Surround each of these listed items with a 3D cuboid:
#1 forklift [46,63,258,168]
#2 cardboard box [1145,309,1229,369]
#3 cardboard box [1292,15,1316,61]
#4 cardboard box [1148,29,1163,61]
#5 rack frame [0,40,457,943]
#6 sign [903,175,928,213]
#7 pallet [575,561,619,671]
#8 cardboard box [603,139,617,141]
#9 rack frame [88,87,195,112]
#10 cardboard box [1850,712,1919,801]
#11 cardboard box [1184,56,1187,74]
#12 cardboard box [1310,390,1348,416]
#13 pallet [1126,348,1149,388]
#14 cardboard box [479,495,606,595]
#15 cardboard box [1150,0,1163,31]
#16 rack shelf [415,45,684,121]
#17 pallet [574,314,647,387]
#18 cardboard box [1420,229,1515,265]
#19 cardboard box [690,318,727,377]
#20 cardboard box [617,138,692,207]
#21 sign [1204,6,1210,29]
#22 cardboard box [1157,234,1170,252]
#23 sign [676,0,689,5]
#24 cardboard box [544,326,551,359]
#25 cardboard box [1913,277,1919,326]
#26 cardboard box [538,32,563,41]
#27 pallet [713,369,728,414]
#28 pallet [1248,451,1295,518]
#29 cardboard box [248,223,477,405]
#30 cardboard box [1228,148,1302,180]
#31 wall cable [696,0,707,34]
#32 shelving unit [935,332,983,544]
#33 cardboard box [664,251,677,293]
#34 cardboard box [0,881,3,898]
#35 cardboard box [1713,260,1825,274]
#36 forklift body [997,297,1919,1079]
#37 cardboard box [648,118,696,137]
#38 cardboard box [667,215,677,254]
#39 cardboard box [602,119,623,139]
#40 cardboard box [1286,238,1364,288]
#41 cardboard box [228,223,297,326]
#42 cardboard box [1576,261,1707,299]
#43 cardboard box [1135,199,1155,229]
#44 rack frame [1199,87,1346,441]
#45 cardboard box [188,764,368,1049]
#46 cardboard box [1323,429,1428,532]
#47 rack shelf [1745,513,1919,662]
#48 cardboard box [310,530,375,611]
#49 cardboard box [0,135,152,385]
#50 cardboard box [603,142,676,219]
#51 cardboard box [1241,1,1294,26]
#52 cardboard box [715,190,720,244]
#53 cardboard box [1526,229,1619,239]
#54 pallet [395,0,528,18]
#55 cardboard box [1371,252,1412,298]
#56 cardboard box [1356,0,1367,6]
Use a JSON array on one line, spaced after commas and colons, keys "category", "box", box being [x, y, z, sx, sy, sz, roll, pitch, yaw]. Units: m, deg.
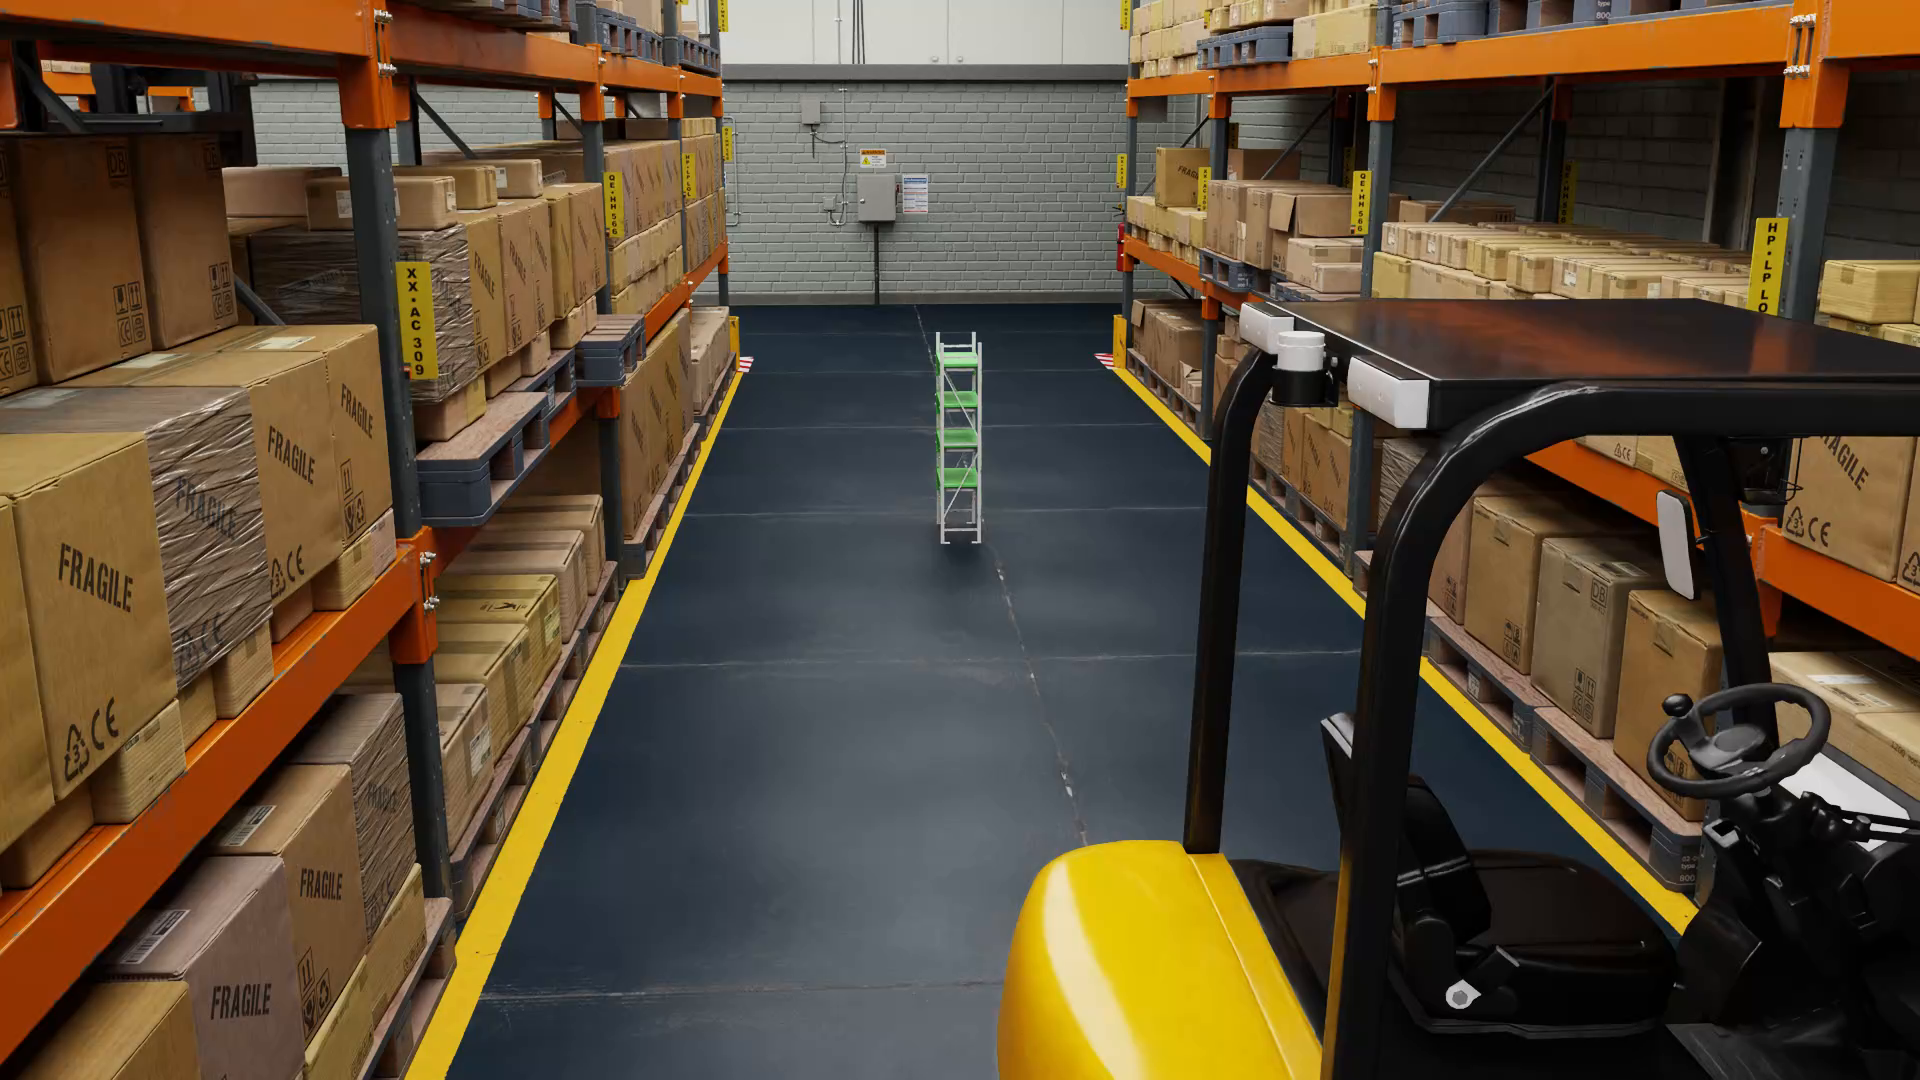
[{"category": "forklift", "box": [-5.034, -1.622, 10.446, 1.130, 2.935, 3.031, 0, 14, -1]}, {"category": "cardboard box", "box": [2.105, -1.871, 15.451, 0.700, 0.500, 0.500, 0, 14, -1]}, {"category": "cardboard box", "box": [2.307, -3.009, 9.981, 0.500, 0.250, 0.500, -1, 14, -3]}, {"category": "cardboard box", "box": [1.974, -4.401, 14.795, 0.500, 0.250, 0.500, -1, 14, -5]}, {"category": "rack frame", "box": [-2.062, -0.183, 4.717, 1.000, 3.000, 0.127, -1, 14, -3]}, {"category": "sign", "box": [-0.593, -4.578, 21.992, 0.329, 0.494, 0.001, -1, 14, -3]}, {"category": "pallet", "box": [-2.263, 0.367, 8.175, 1.003, 0.211, 1.213, -1, 14, -3]}, {"category": "cardboard box", "box": [-2.863, -2.818, 12.752, 0.500, 0.500, 0.500, -1, 14, -4]}, {"category": "rack frame", "box": [-7.740, -3.066, 15.921, 1.000, 3.000, 0.127, -1, 14, -3]}, {"category": "cardboard box", "box": [2.630, 0.636, 4.203, 0.500, 0.250, 0.500, -1, 14, -3]}, {"category": "cardboard box", "box": [2.061, -3.922, 13.733, 0.380, 0.149, 0.250, 0, 14, -2]}, {"category": "cardboard box", "box": [2.340, -0.815, 10.044, 0.380, 0.149, 0.250, -1, 14, -5]}, {"category": "pallet", "box": [2.203, -1.677, 16.121, 1.003, 0.211, 1.213, -1, 14, -3]}, {"category": "cardboard box", "box": [-2.285, 0.032, 8.312, 0.950, 0.372, 0.625, -2, 15, -7]}, {"category": "cardboard box", "box": [1.982, -4.645, 14.742, 0.500, 0.250, 0.500, -1, 14, -4]}, {"category": "rack shelf", "box": [-2.434, -2.779, 10.232, 1.077, 0.370, 4.000, -1, 14, -3]}, {"category": "pallet", "box": [-2.160, -0.909, 7.925, 1.213, 0.211, 1.003, -1, 14, -3]}, {"category": "cardboard box", "box": [2.429, -1.404, 7.961, 0.380, 0.149, 0.250, 0, 14, -2]}, {"category": "cardboard box", "box": [-2.600, -1.740, 15.067, 0.875, 0.438, 0.875, 0, 14, -2]}, {"category": "cardboard box", "box": [-2.346, -2.827, 12.788, 0.500, 0.500, 0.500, -1, 14, -3]}, {"category": "sign", "box": [1.855, -3.943, 12.273, 0.100, 0.325, 0.005, -1, 14, -3]}, {"category": "cardboard box", "box": [1.961, -2.651, 14.813, 0.380, 0.149, 0.250, -1, 14, -2]}, {"category": "sign", "box": [-2.017, -4.039, 12.014, 0.100, 0.325, 0.005, -1, 14, -3]}, {"category": "cardboard box", "box": [-1.880, -0.797, 6.767, 0.380, 0.149, 0.250, -1, 14, -5]}, {"category": "cardboard box", "box": [2.739, -0.620, 4.316, 0.380, 0.149, 0.250, -1, 14, -3]}, {"category": "cardboard box", "box": [-2.058, -2.372, 7.709, 0.380, 0.149, 0.250, -1, 14, -3]}, {"category": "pallet", "box": [-2.606, -1.316, 14.719, 1.003, 0.211, 1.213, -1, 14, -3]}, {"category": "pallet", "box": [2.563, -0.394, 11.133, 1.003, 0.211, 1.213, -1, 14, -3]}, {"category": "cardboard box", "box": [-1.805, -0.700, 5.086, 0.500, 0.500, 0.500, -1, 14, -2]}, {"category": "cardboard box", "box": [2.569, -3.059, 14.095, 0.500, 0.500, 0.500, -1, 14, -5]}, {"category": "wall cable", "box": [-3.440, -7.483, 21.050, 0.463, 3.000, 0.029, -1, 14, -3]}, {"category": "shelving unit", "box": [-0.010, -0.622, 10.037, 0.258, 1.200, 0.503, -1, 14, -3]}, {"category": "cardboard box", "box": [-2.248, -1.865, 11.558, 0.500, 0.250, 0.500, -1, 14, -4]}, {"category": "cardboard box", "box": [-1.690, 0.524, 2.475, 0.380, 0.149, 0.250, 0, 14, -2]}, {"category": "cardboard box", "box": [3.078, -0.969, 6.269, 0.380, 0.149, 0.250, -1, 14, -3]}, {"category": "forklift body", "box": [1.201, 0.702, 2.981, 2.313, 2.155, 1.214, -1, 14, -3]}, {"category": "cardboard box", "box": [-2.350, -3.357, 13.546, 0.380, 0.149, 0.250, -1, 14, -5]}, {"category": "cardboard box", "box": [-2.250, -2.112, 11.512, 0.500, 0.250, 0.500, -1, 14, -2]}, {"category": "cardboard box", "box": [-2.803, -3.158, 12.772, 0.380, 0.149, 0.250, -1, 14, -2]}, {"category": "cardboard box", "box": [2.255, -1.643, 9.852, 0.500, 0.250, 0.500, -2, 15, -6]}, {"category": "cardboard box", "box": [-2.320, -0.690, 5.048, 0.500, 0.500, 0.500, -1, 14, -4]}, {"category": "cardboard box", "box": [2.550, -0.959, 6.233, 0.380, 0.149, 0.250, -1, 14, -5]}, {"category": "cardboard box", "box": [1.939, -3.074, 15.657, 0.500, 0.250, 0.500, -1, 14, -3]}, {"category": "rack frame", "box": [2.396, -2.250, 12.751, 1.000, 3.000, 0.127, -1, 14, -3]}, {"category": "cardboard box", "box": [-1.725, 0.852, 3.867, 0.500, 0.500, 0.500, -1, 14, -2]}, {"category": "cardboard box", "box": [2.403, -0.350, 9.540, 0.500, 0.500, 0.500, 0, 14, -2]}, {"category": "rack shelf", "box": [3.015, 0.585, 3.175, 1.077, 0.370, 4.000, -1, 14, -3]}, {"category": "cardboard box", "box": [-1.716, 0.076, 4.215, 0.380, 0.149, 0.250, -1, 14, -2]}, {"category": "cardboard box", "box": [-2.242, -0.619, 3.610, 0.700, 0.500, 0.500, -1, 14, -3]}, {"category": "cardboard box", "box": [-2.240, -2.469, 11.396, 0.500, 0.500, 0.500, -1, 14, -2]}, {"category": "cardboard box", "box": [2.083, -3.498, 11.044, 0.380, 0.149, 0.250, -1, 14, -4]}, {"category": "cardboard box", "box": [-2.496, -2.975, 15.367, 0.500, 0.500, 0.500, -1, 14, -5]}, {"category": "cardboard box", "box": [2.949, -1.411, 7.989, 0.380, 0.149, 0.250, -1, 14, -3]}, {"category": "pallet", "box": [-1.994, -1.700, 4.970, 1.213, 0.211, 1.003, -1, 14, -3]}, {"category": "cardboard box", "box": [2.402, -1.310, 8.396, 0.500, 0.250, 0.500, -1, 14, -3]}, {"category": "cardboard box", "box": [2.385, -2.977, 9.060, 0.380, 0.149, 0.250, -1, 14, -5]}]
